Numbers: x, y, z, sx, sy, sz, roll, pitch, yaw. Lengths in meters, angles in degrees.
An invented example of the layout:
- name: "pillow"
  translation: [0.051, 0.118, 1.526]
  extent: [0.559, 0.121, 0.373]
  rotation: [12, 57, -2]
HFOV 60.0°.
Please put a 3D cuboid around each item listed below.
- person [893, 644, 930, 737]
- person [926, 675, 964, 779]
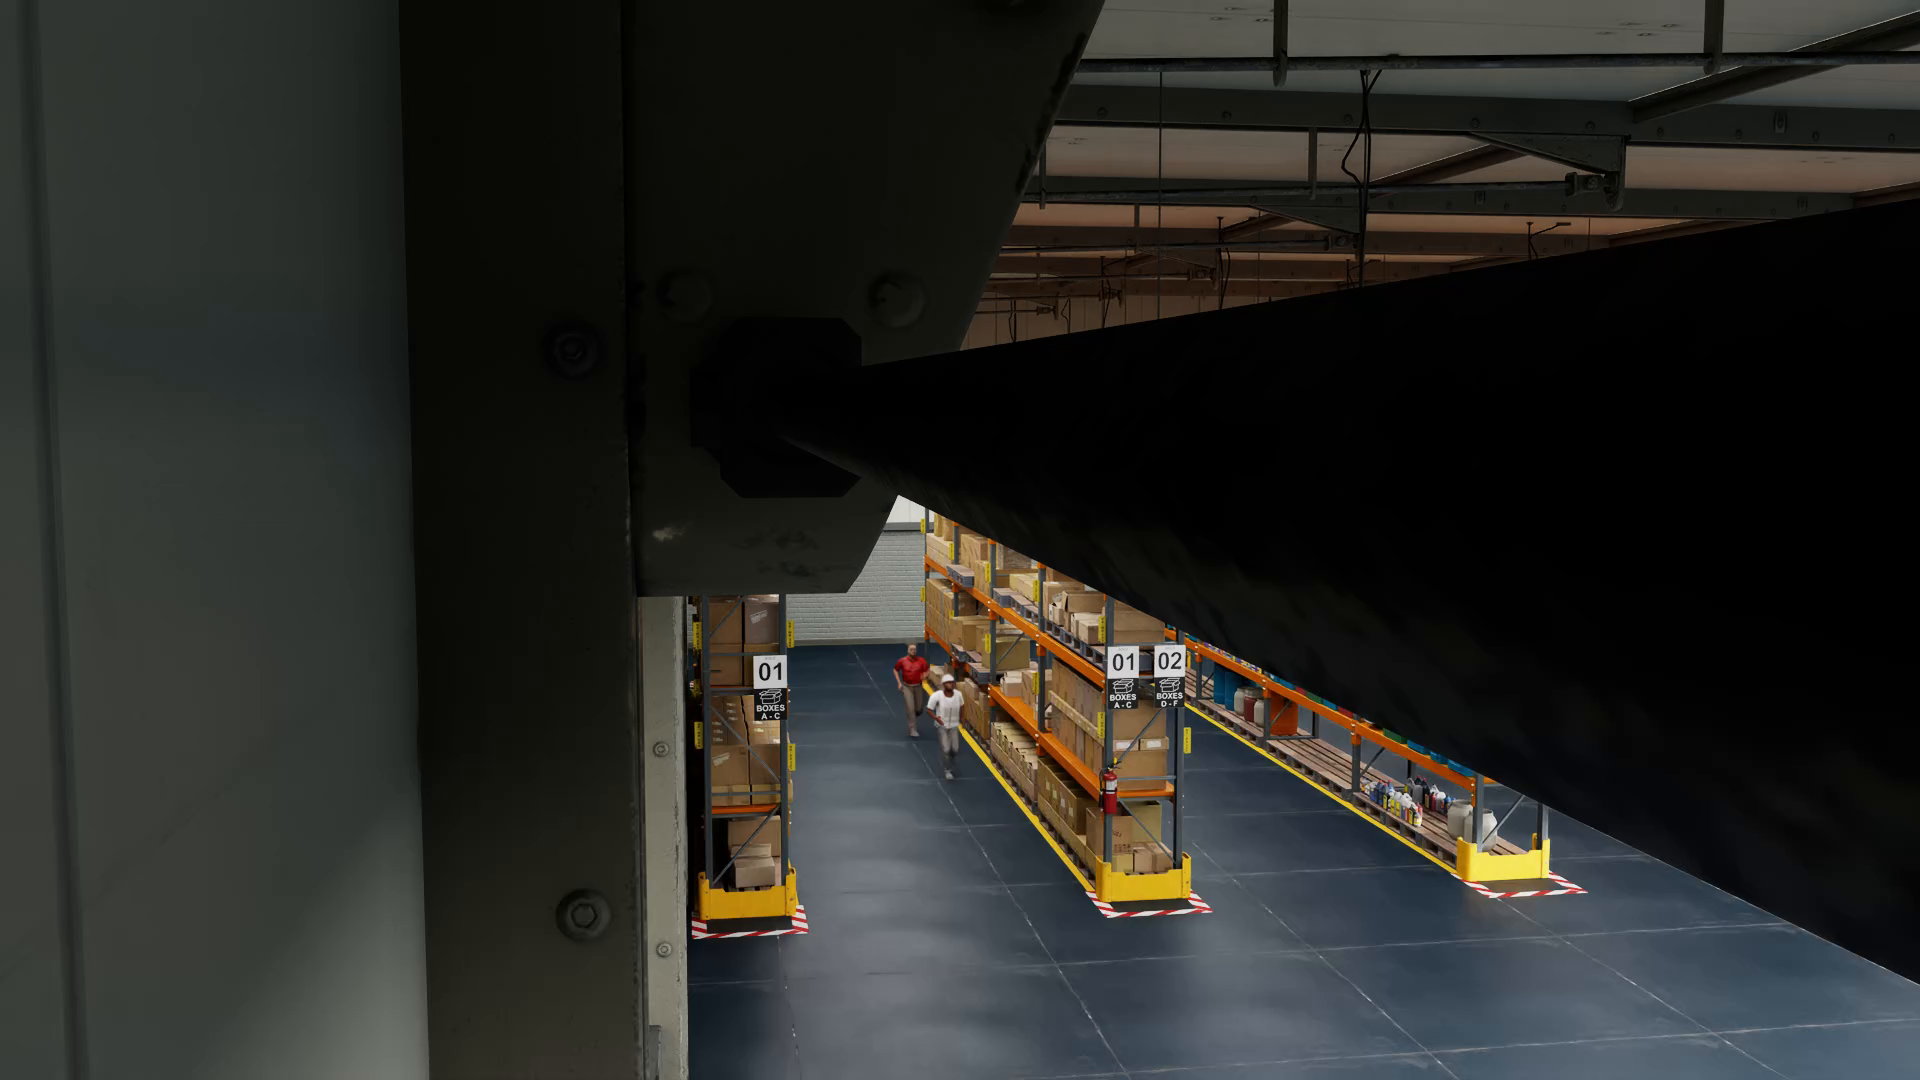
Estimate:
- name: "person"
  translation: [-0.891, 2.764, 30.877]
  extent: [0.666, 1.694, 0.799]
  rotation: [-1, 5, -13]
- name: "person"
  translation: [-0.210, 3.066, 27.332]
  extent: [0.683, 1.732, 0.612]
  rotation: [-1, 5, -16]
